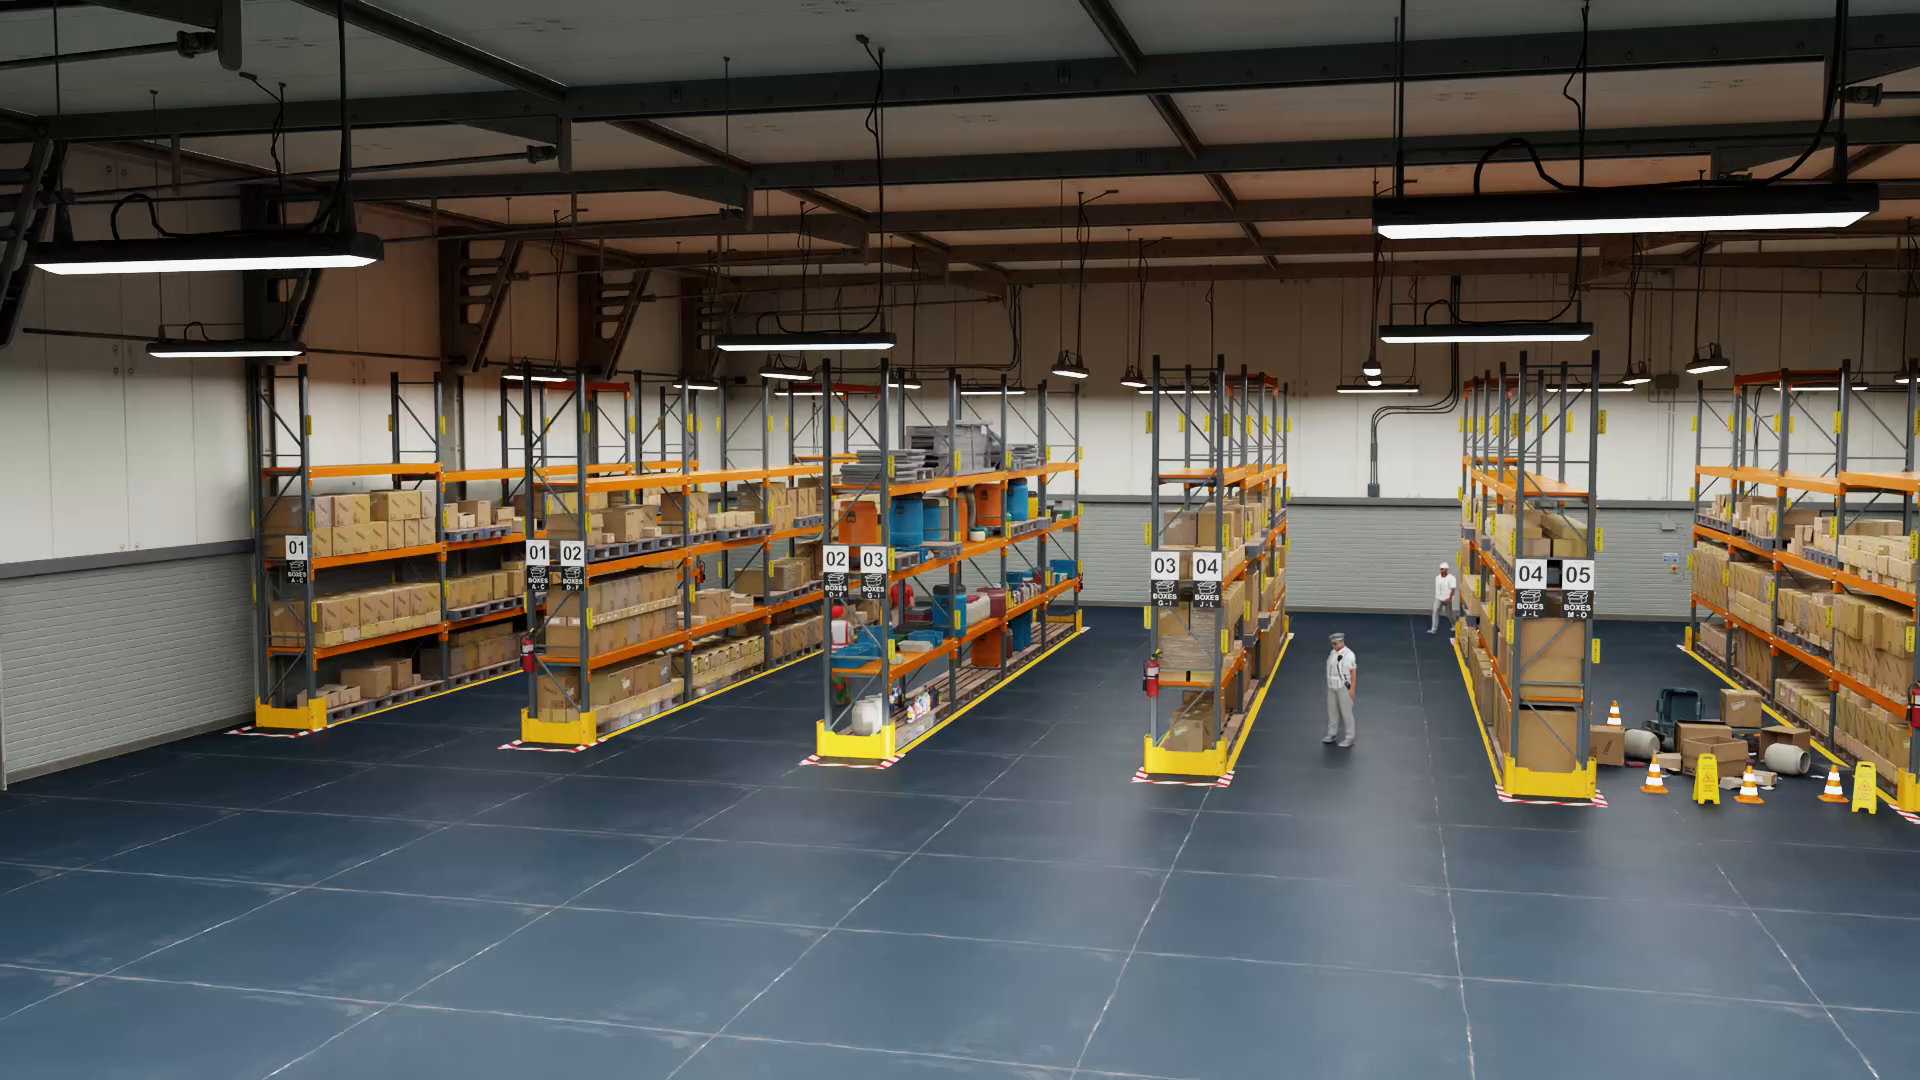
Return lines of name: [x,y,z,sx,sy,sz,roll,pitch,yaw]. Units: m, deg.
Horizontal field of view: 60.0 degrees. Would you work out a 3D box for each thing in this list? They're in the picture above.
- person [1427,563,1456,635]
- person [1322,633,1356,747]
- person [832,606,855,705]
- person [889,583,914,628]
person: [11.570,1.408,39.760,0.584,1.726,1.048,4,5,42]
person: [5.966,2.331,26.114,0.435,1.747,0.619,-2,4,-24]
person: [-2.198,2.068,29.749,0.529,1.823,0.509,-2,4,-28]
person: [-1.326,1.587,37.410,0.662,1.675,1.086,1,4,11]
